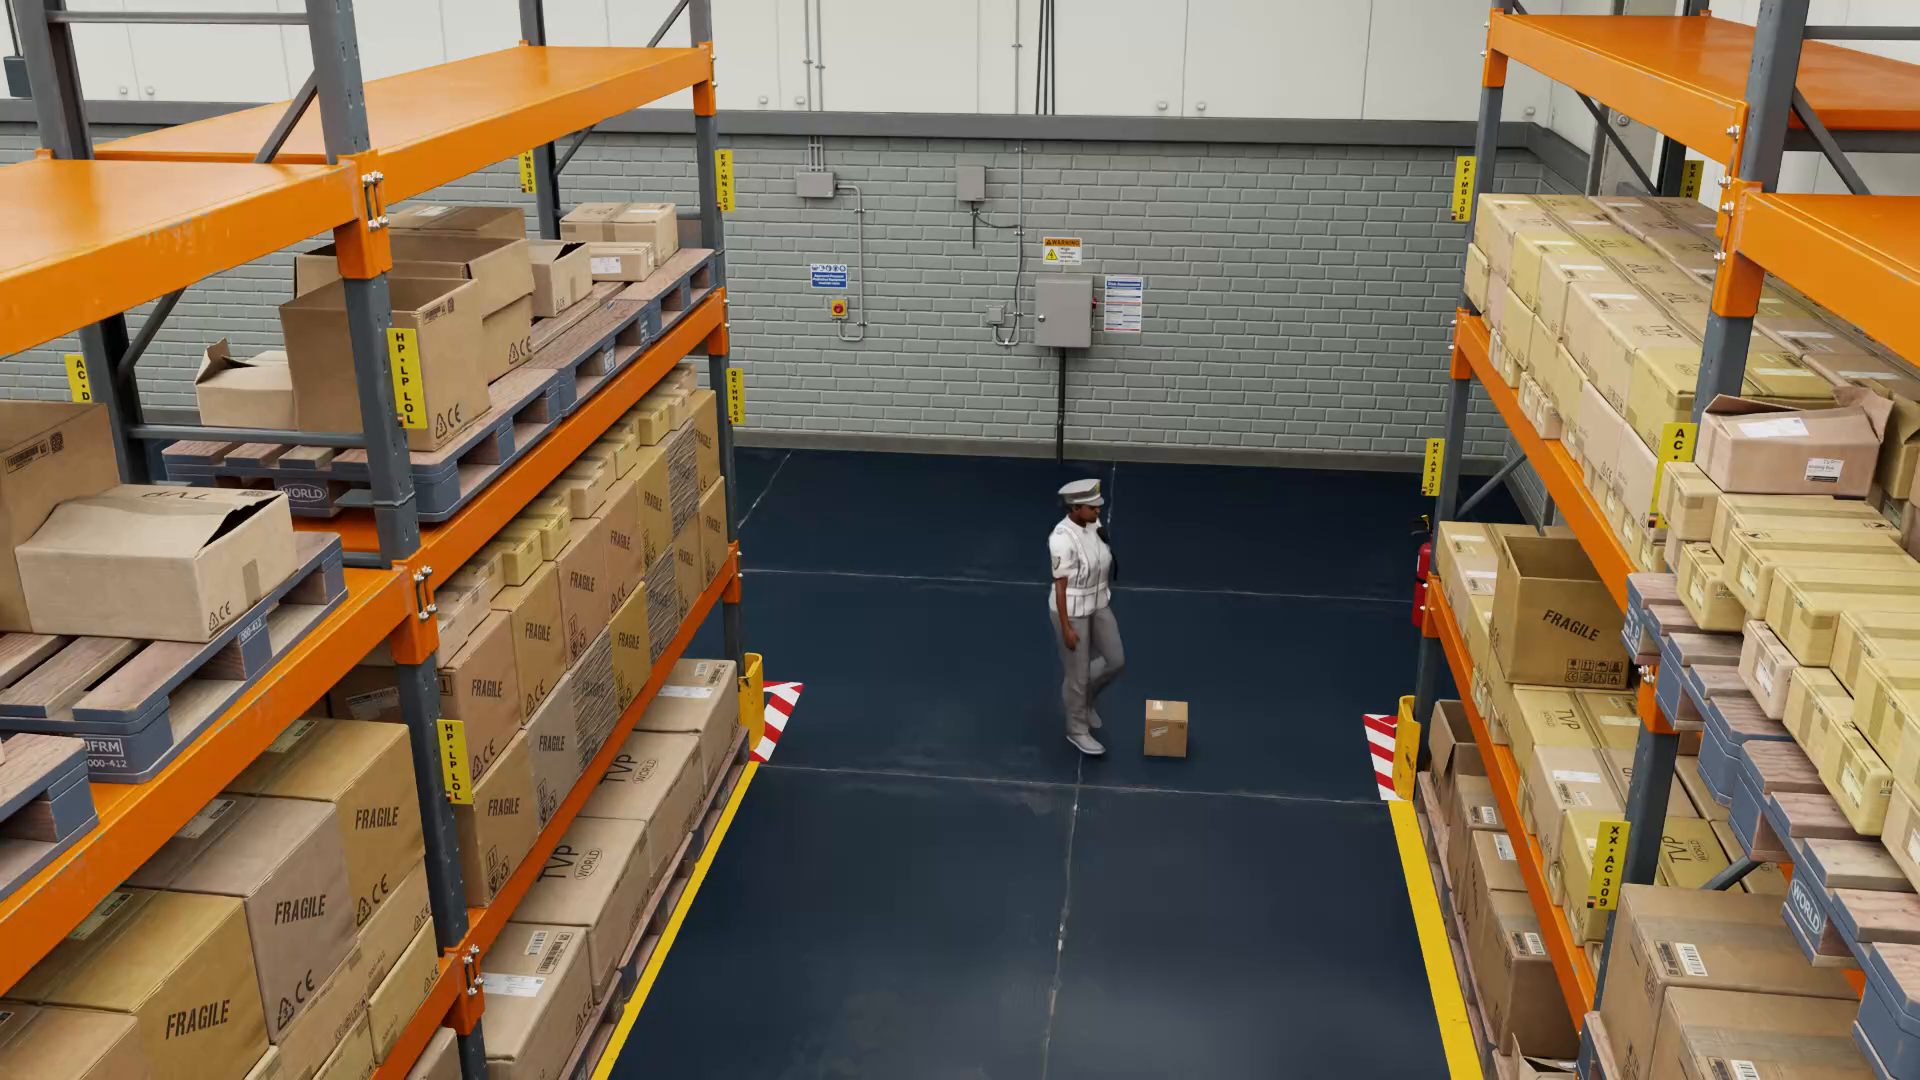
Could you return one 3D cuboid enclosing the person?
[{"bbox_3d":[0.754,0.453,9.934,0.463,1.701,0.470,19,28,39],"label":"person"}]
